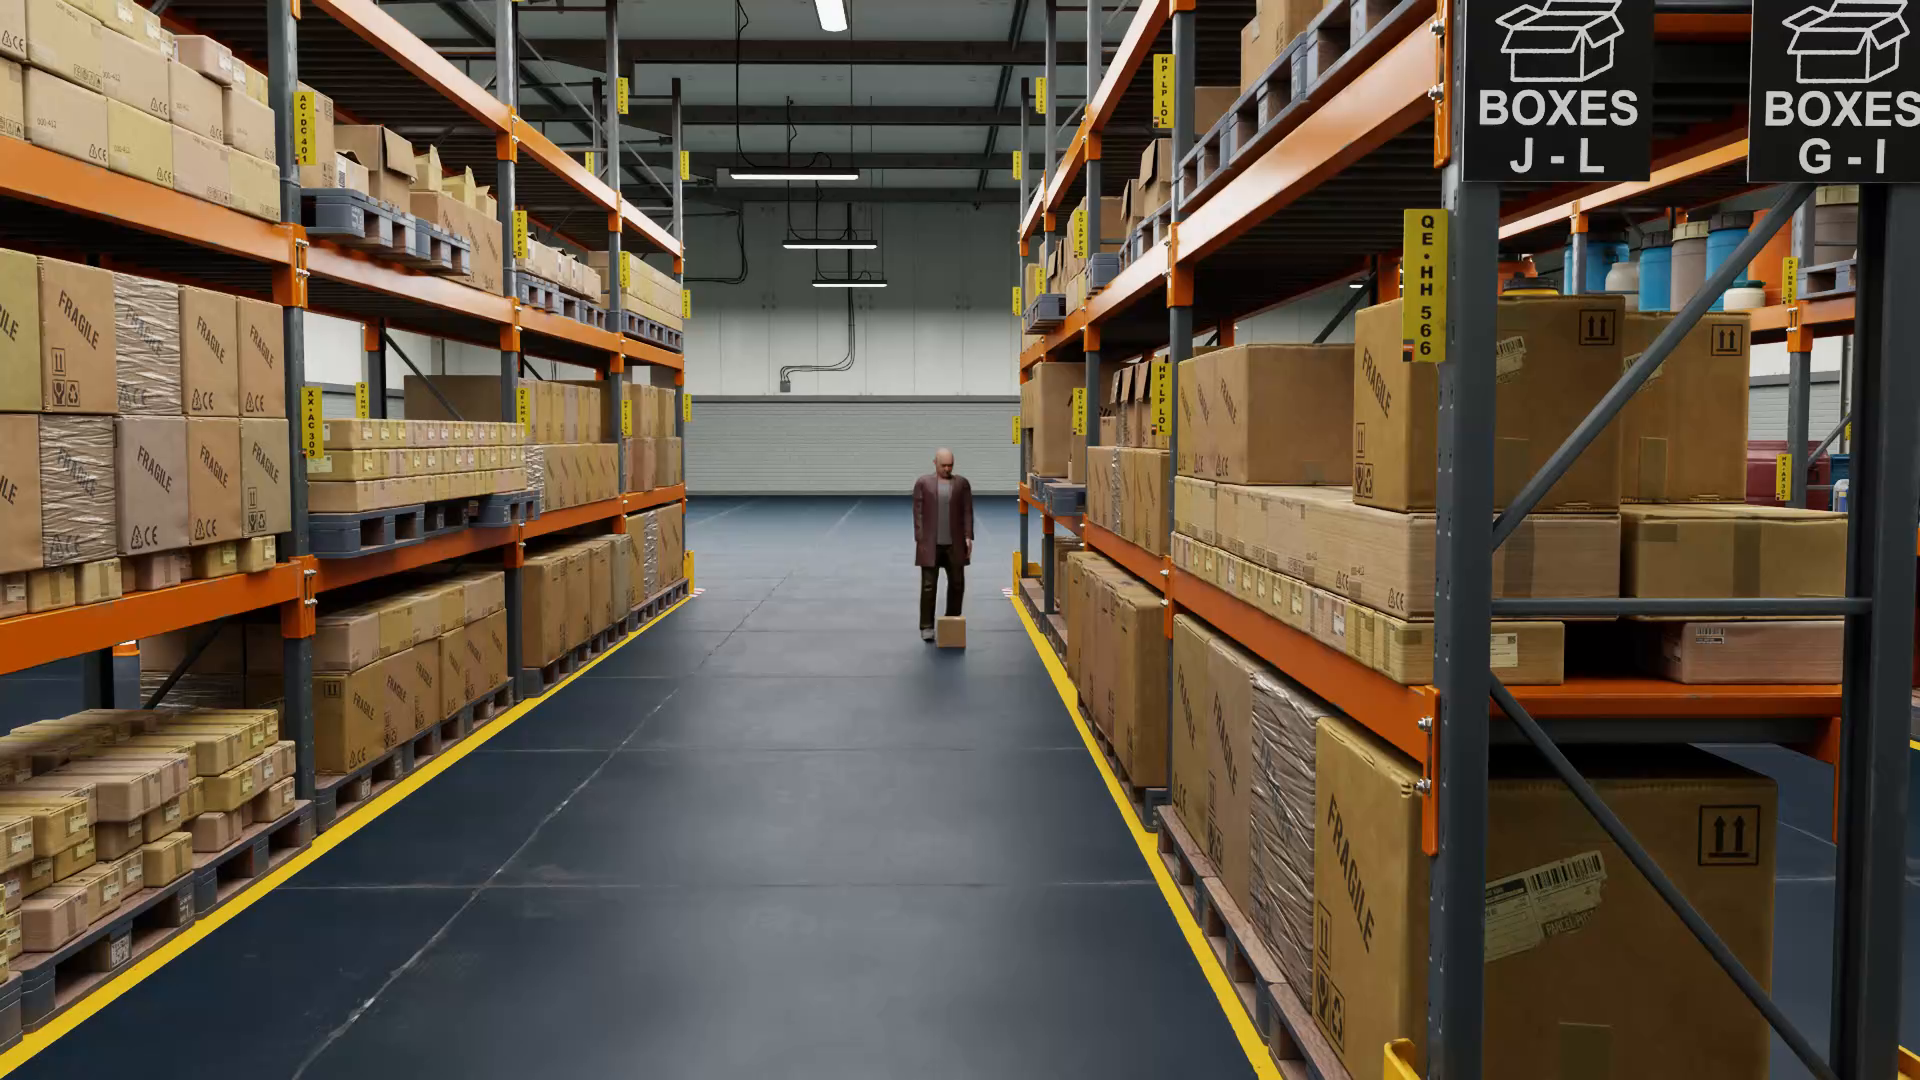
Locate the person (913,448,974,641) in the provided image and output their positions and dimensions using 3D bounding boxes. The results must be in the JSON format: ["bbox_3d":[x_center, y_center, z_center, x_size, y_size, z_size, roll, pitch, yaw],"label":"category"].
[{"bbox_3d":[-0.145,0.037,15.293,0.567,1.770,0.378,-1,4,-9],"label":"person"}]
